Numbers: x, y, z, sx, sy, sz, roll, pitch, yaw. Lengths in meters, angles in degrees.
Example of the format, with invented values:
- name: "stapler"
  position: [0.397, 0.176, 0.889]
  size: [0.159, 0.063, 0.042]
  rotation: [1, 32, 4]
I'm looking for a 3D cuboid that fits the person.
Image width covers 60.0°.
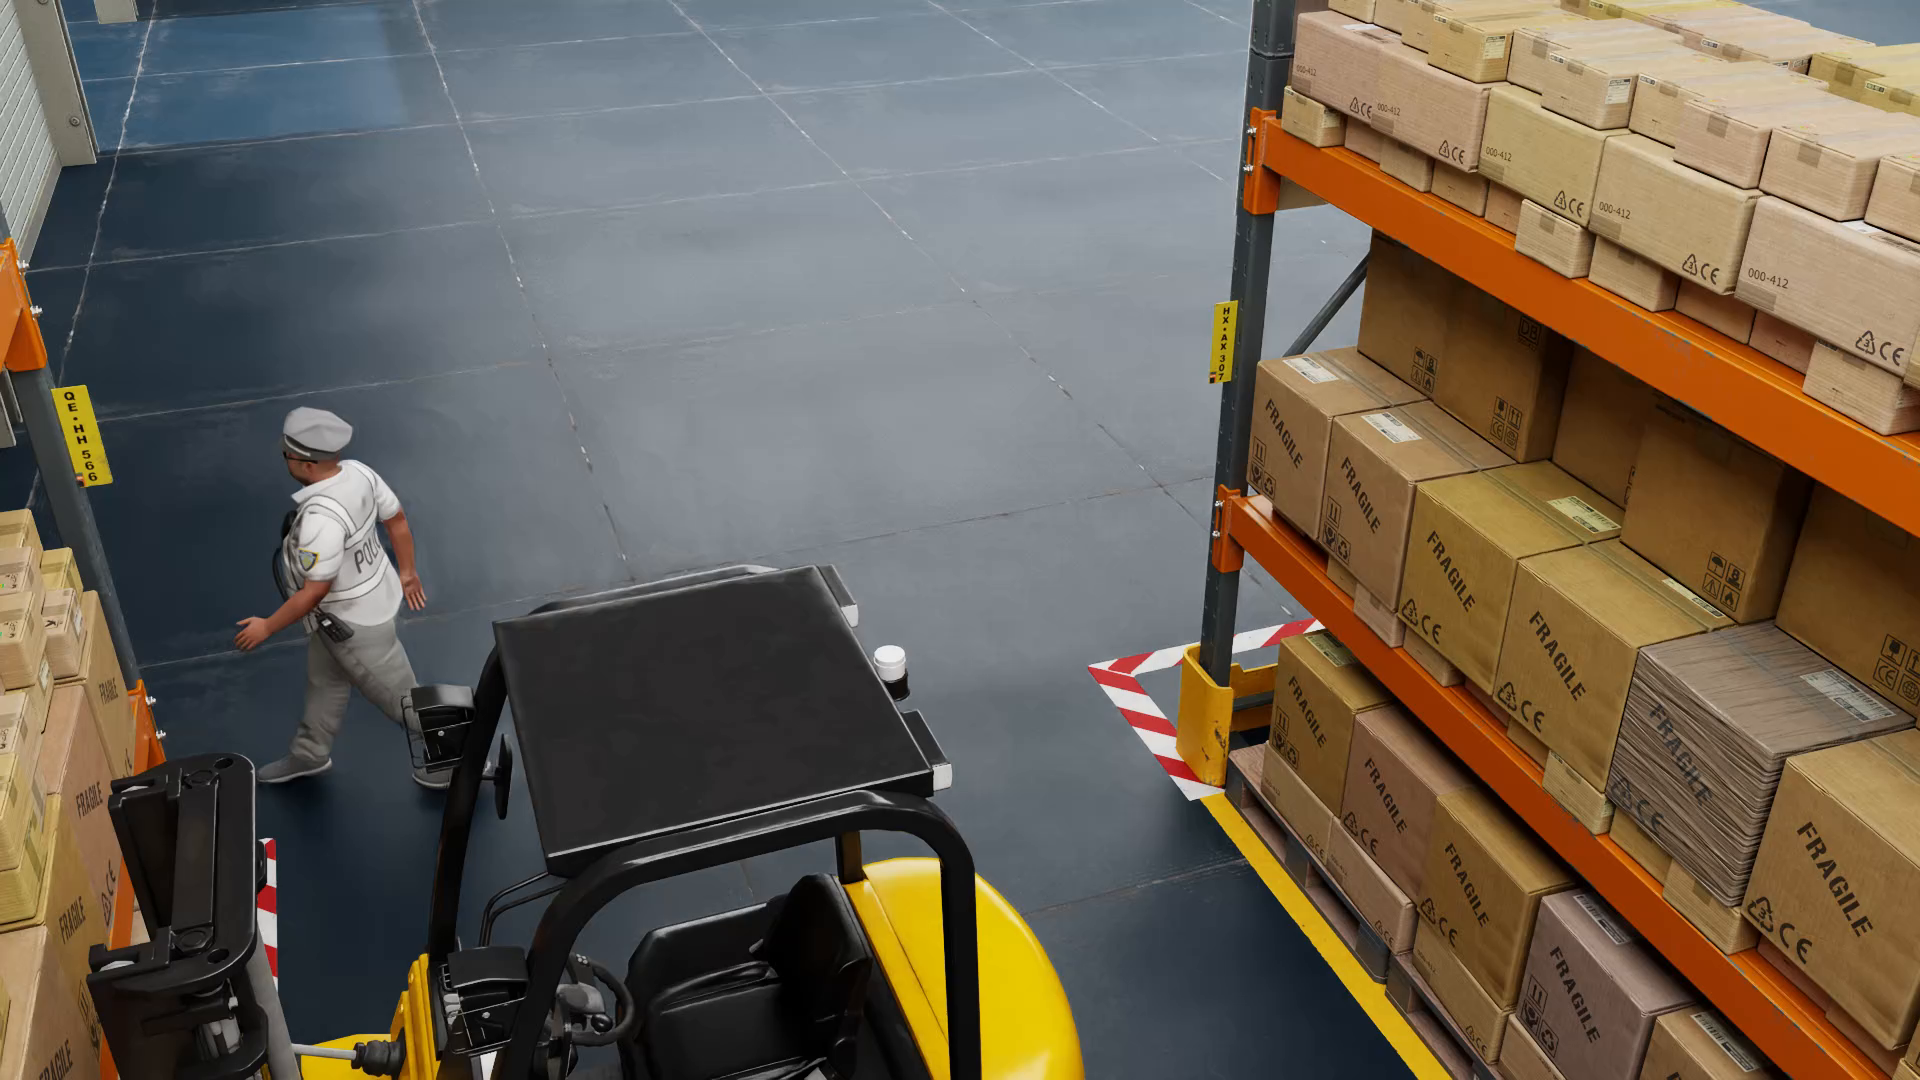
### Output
- name: "person"
  position: [-2.487, 0.286, 6.626]
  size: [1.003, 1.757, 0.585]
  rotation: [-4, 30, -7]
